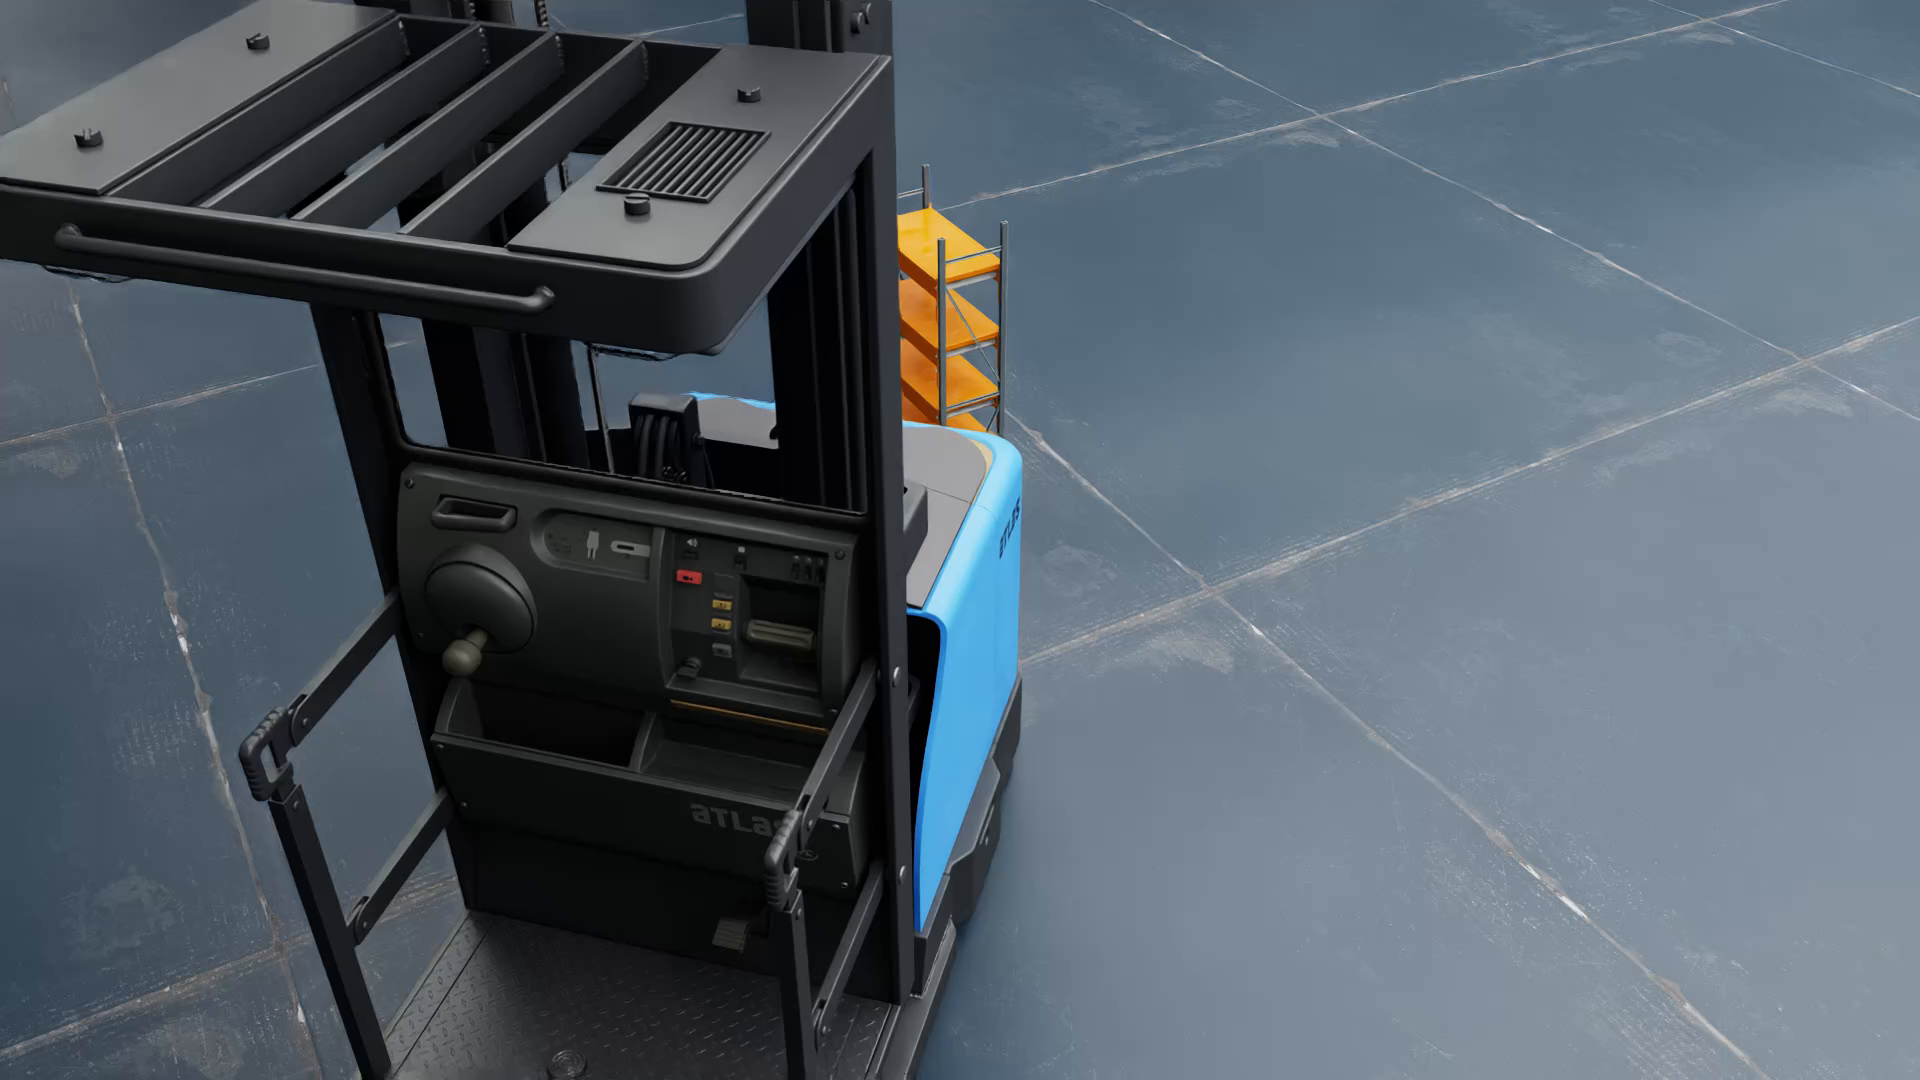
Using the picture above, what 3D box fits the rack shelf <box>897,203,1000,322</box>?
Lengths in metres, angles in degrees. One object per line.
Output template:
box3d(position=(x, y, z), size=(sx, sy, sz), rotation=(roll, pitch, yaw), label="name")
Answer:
box3d(position=(-0.083, -0.886, 5.280), size=(0.258, 0.148, 0.480), rotation=(-19, 40, -24), label="rack shelf")

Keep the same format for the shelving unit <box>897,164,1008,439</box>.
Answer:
box3d(position=(-0.083, -0.569, 5.512), size=(0.258, 1.200, 0.503), rotation=(-19, 40, -24), label="shelving unit")

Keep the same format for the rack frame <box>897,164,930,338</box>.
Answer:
box3d(position=(-0.206, -0.693, 5.682), size=(0.240, 1.200, 0.015), rotation=(-19, 40, -24), label="rack frame")

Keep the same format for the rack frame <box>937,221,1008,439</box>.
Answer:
box3d(position=(0.039, -0.445, 5.341), size=(0.240, 1.200, 0.015), rotation=(-19, 40, -24), label="rack frame")

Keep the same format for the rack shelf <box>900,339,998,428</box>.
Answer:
box3d(position=(-0.083, -0.515, 5.551), size=(0.258, 0.148, 0.480), rotation=(-19, 40, -24), label="rack shelf")

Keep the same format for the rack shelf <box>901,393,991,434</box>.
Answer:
box3d(position=(-0.083, -0.354, 5.668), size=(0.258, 0.148, 0.480), rotation=(-19, 40, -24), label="rack shelf")

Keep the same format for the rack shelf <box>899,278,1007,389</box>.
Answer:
box3d(position=(-0.083, -0.695, 5.419), size=(0.258, 0.148, 0.480), rotation=(-19, 40, -24), label="rack shelf")

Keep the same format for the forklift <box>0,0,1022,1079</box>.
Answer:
box3d(position=(-0.706, 0.178, 3.021), size=(1.130, 2.935, 3.031), rotation=(9, 37, 12), label="forklift")
